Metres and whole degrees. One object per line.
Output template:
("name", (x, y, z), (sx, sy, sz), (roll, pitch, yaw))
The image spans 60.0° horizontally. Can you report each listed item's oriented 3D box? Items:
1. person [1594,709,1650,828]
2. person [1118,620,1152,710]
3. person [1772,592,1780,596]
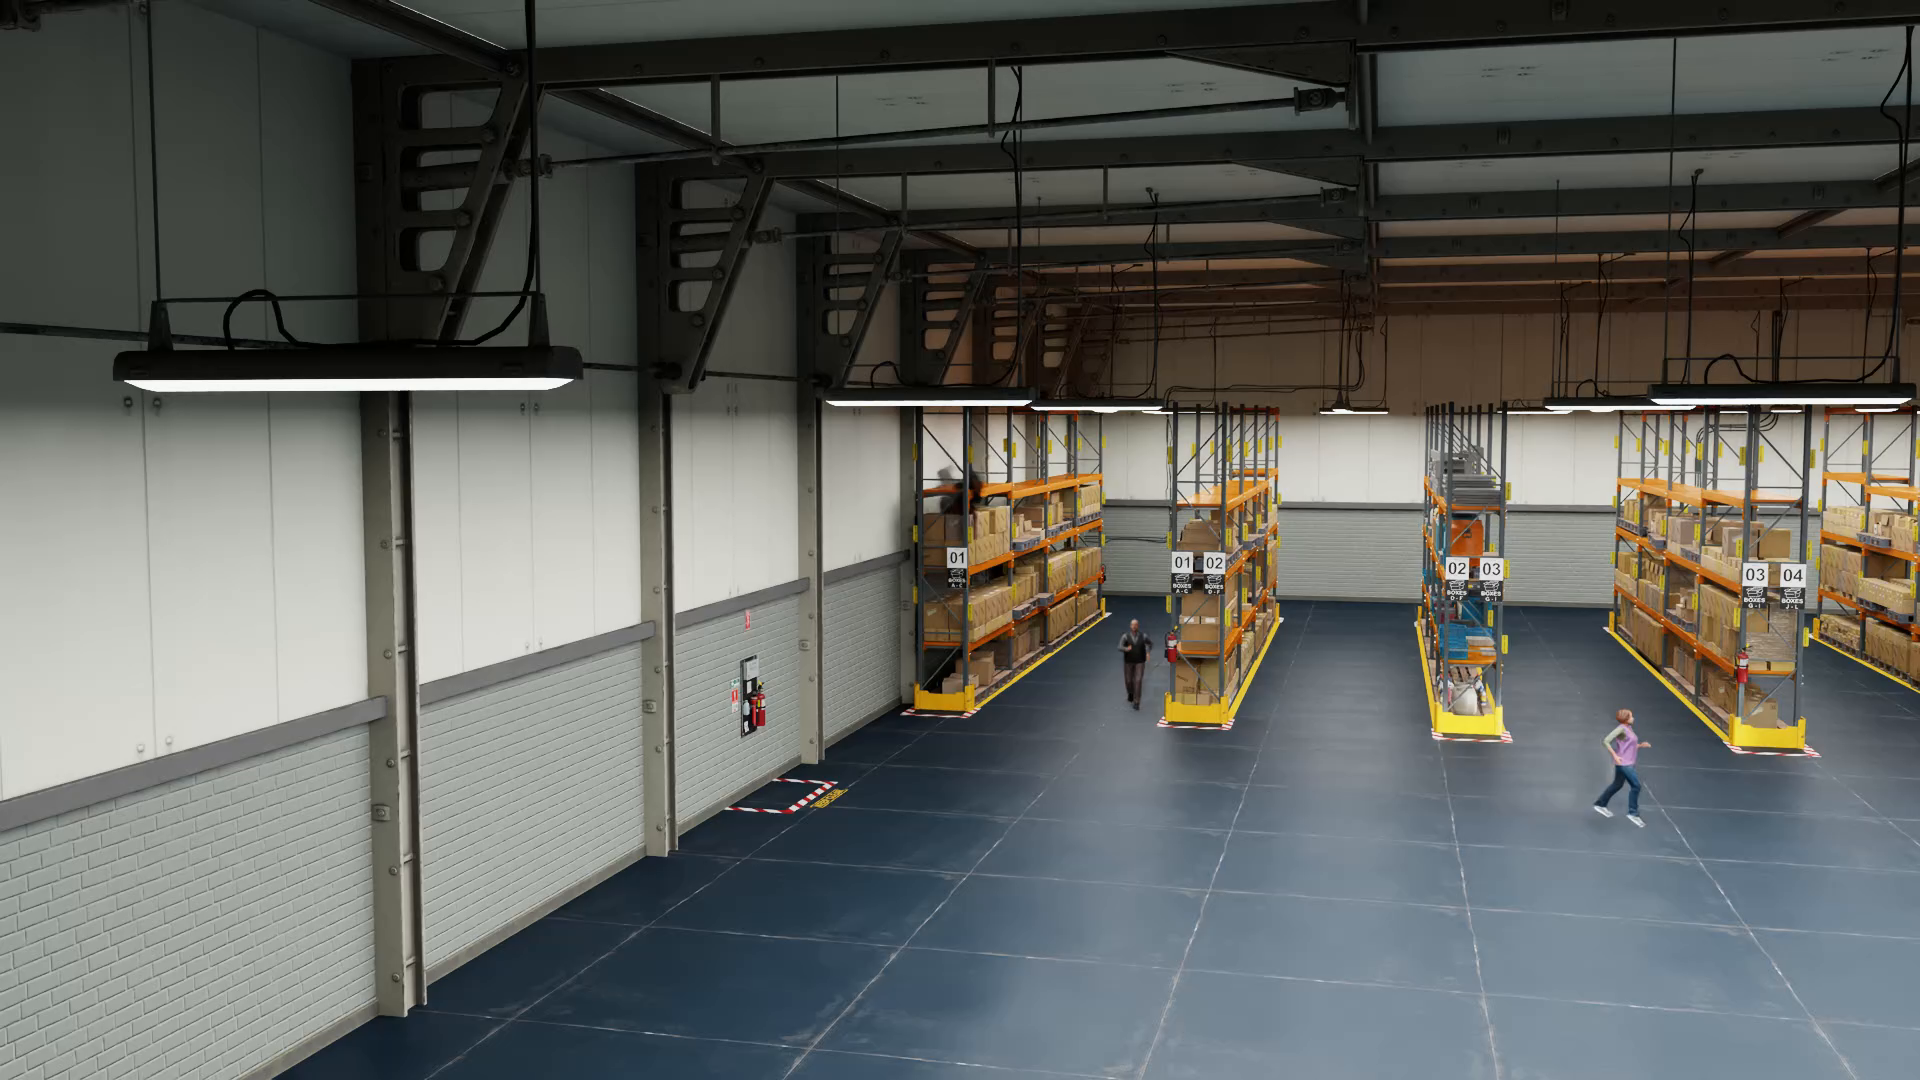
("person", (9.324, 3.194, 23.412), (0.737, 1.629, 0.510), (2, 5, 29))
("person", (3.435, 2.425, 32.720), (0.657, 1.707, 0.971), (1, 4, 10))
("person", (20.495, 1.755, 41.595), (0.706, 1.834, 0.914), (1, 4, 16))
